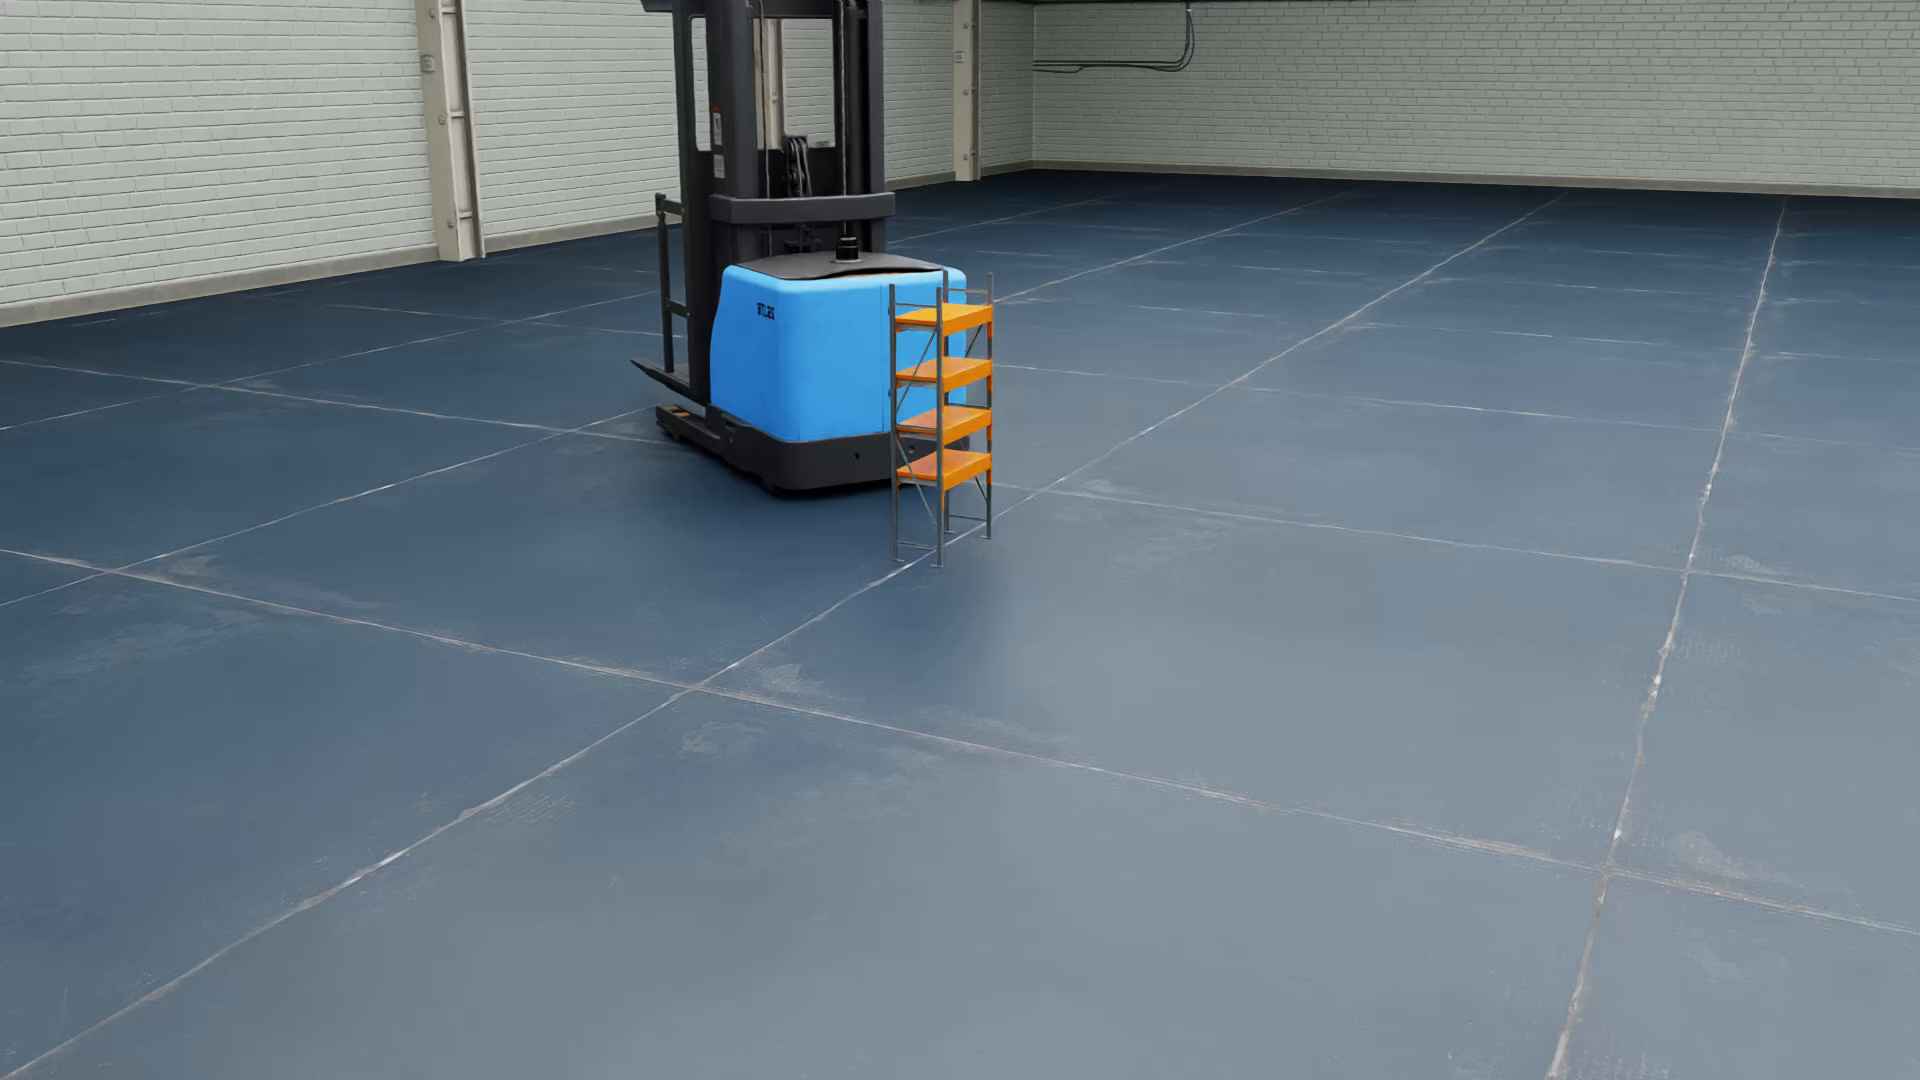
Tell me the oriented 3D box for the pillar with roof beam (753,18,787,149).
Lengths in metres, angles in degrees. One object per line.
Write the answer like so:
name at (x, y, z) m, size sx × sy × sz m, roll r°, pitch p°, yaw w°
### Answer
pillar with roof beam at (1.290, -8.256, 19.515) m, size 9.100 × 9.000 × 0.400 m, roll 8°, pitch 18°, yaw 25°

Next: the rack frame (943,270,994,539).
rack frame at (0.035, -0.595, 7.421) m, size 0.240 × 1.200 × 0.015 m, roll 8°, pitch 18°, yaw 25°

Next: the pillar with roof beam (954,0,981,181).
pillar with roof beam at (3.971, -9.784, 24.660) m, size 9.100 × 9.000 × 0.400 m, roll 8°, pitch 18°, yaw 25°

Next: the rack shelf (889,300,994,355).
rack shelf at (-0.074, -0.910, 7.100) m, size 0.258 × 0.148 × 0.480 m, roll 8°, pitch 18°, yaw 25°

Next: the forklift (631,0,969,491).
forklift at (-1.094, -2.018, 9.170) m, size 1.130 × 2.935 × 3.031 m, roll -9°, pitch 19°, yaw -27°

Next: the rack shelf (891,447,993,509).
rack shelf at (-0.074, -0.278, 7.287) m, size 0.258 × 0.148 × 0.480 m, roll 8°, pitch 18°, yaw 25°

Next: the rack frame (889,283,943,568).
rack frame at (-0.183, -0.471, 7.002) m, size 0.240 × 1.200 × 0.015 m, roll 8°, pitch 18°, yaw 25°

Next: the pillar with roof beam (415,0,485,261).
pillar with roof beam at (-1.391, -6.727, 14.369) m, size 9.100 × 9.000 × 0.400 m, roll 8°, pitch 18°, yaw 25°

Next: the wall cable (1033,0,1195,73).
wall cable at (2.619, -9.425, 28.906) m, size 3.097 × 2.526 × 0.112 m, roll 8°, pitch 18°, yaw 25°

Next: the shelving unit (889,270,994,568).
shelving unit at (-0.074, -0.533, 7.212) m, size 0.258 × 1.200 × 0.503 m, roll 8°, pitch 18°, yaw 25°

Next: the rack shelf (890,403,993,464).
rack shelf at (-0.074, -0.469, 7.231) m, size 0.258 × 0.148 × 0.480 m, roll 8°, pitch 18°, yaw 25°

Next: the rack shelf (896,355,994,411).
rack shelf at (-0.074, -0.683, 7.167) m, size 0.258 × 0.148 × 0.480 m, roll 8°, pitch 18°, yaw 25°
